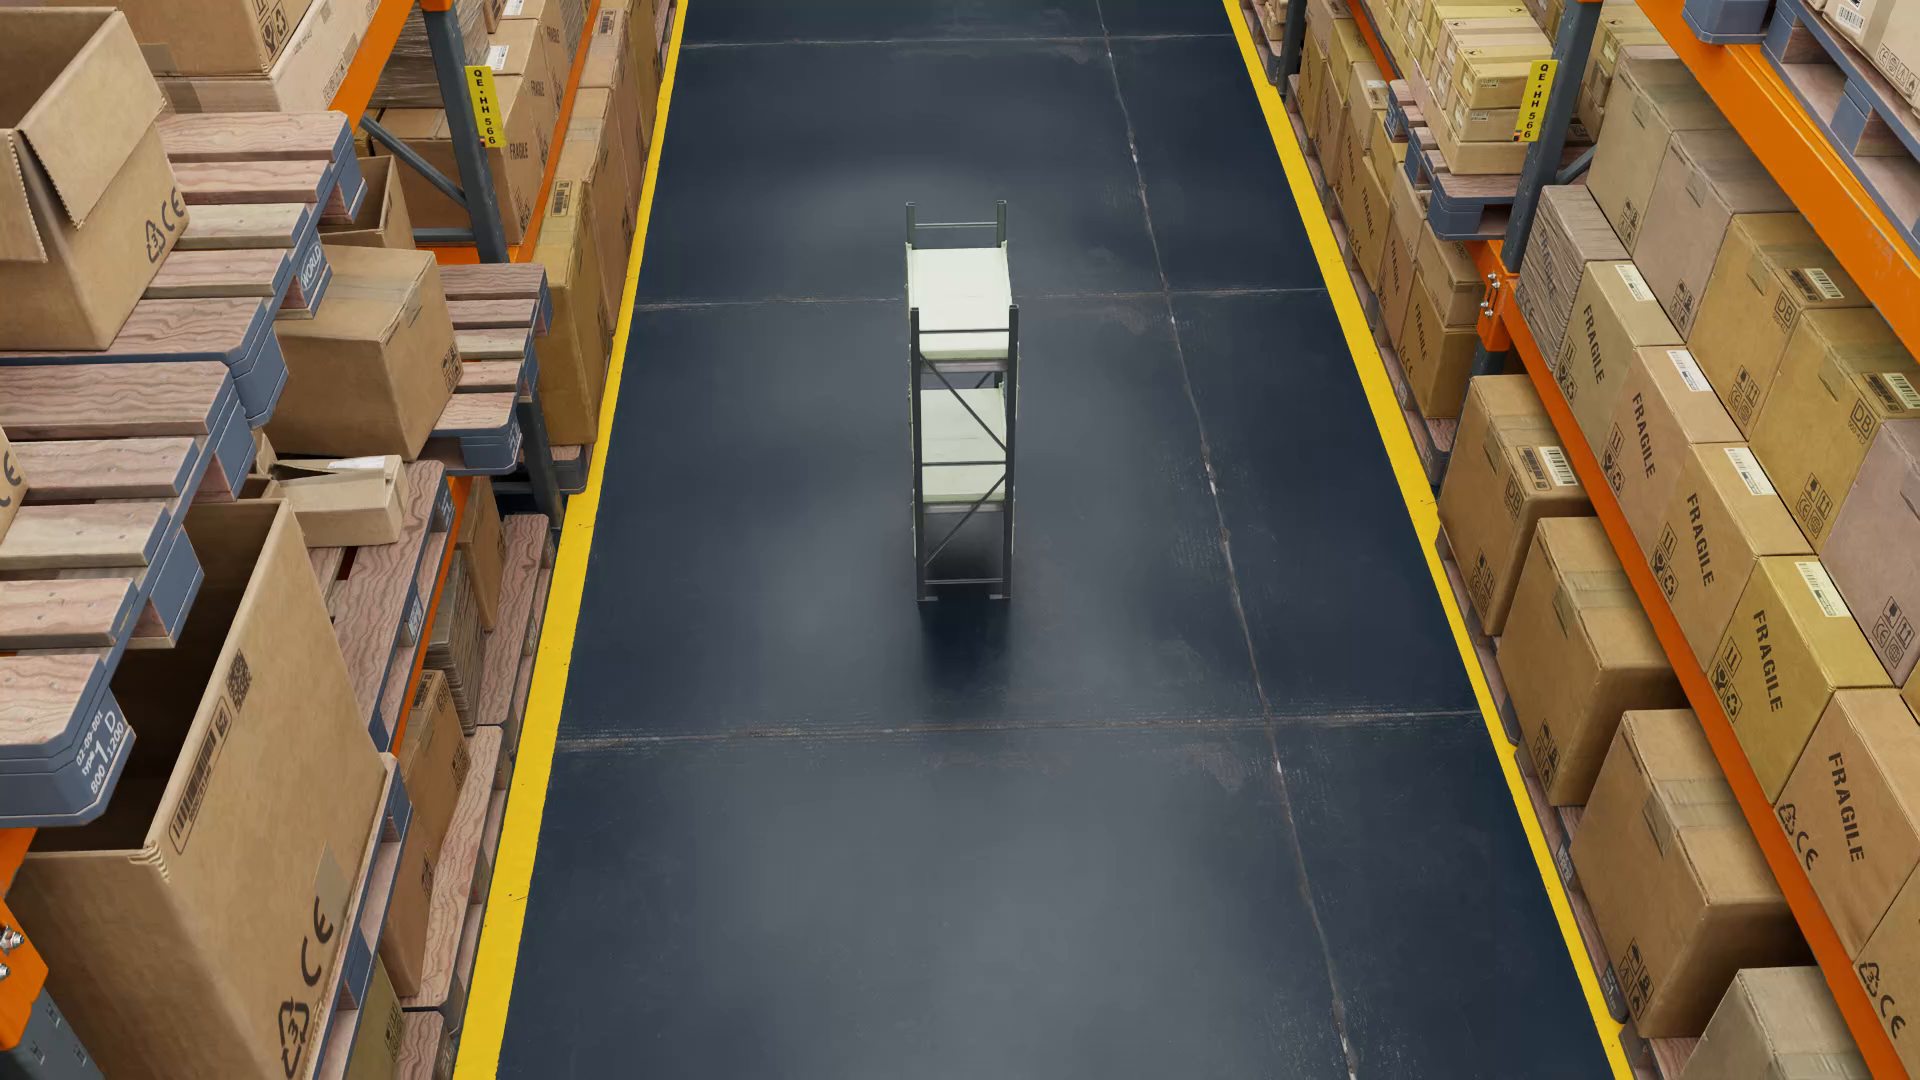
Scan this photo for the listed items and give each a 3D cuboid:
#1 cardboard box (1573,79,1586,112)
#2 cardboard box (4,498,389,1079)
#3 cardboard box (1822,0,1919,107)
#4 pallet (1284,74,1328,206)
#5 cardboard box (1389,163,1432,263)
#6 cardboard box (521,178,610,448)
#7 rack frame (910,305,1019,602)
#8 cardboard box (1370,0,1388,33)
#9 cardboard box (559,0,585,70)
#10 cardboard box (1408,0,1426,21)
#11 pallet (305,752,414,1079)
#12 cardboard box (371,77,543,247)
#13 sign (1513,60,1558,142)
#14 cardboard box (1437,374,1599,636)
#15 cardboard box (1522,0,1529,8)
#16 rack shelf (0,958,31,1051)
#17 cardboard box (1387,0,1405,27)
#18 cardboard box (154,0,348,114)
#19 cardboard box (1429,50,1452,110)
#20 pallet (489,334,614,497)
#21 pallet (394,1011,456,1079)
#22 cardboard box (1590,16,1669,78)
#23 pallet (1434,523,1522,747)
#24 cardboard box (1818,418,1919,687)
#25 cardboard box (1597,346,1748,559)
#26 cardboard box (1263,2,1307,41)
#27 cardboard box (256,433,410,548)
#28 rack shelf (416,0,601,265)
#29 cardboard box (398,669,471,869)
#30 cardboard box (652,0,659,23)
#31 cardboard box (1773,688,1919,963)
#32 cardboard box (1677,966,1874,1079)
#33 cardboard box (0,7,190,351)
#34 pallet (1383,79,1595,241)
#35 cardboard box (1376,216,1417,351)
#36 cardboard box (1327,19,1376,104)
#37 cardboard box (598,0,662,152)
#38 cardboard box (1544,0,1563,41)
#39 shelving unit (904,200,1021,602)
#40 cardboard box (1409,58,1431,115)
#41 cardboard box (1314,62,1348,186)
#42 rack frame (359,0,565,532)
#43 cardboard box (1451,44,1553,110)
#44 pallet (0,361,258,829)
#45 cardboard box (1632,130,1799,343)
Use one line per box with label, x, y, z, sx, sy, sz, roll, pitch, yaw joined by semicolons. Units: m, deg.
cardboard box;2.831;-1.980;7.215;0.380;0.149;0.250;0;43;0
cardboard box;-2.012;0.612;3.758;1.000;1.000;1.000;-1;43;-2
cardboard box;2.526;-1.331;4.093;0.500;0.311;0.500;-2;43;-3
pallet;2.536;-2.393;9.855;1.003;0.211;1.213;-2;43;-2
cardboard box;2.348;-1.551;7.856;0.500;0.250;0.500;-1;43;-1
cardboard box;-2.297;-1.010;7.544;1.225;0.875;0.875;-3;43;-4
rack frame;0.016;-0.301;6.618;0.400;1.500;0.023;-2;43;-2
cardboard box;2.142;-2.495;7.776;0.380;0.149;0.250;0;43;0
cardboard box;-2.106;-2.577;7.917;0.500;0.500;0.500;-1;43;-2
cardboard box;2.158;-2.372;7.203;0.380;0.149;0.250;0;43;-1
pallet;-2.005;1.079;4.145;1.003;0.211;1.213;-2;43;-2
cardboard box;-2.037;-1.545;6.791;0.500;0.500;0.500;0;43;-1
sign;2.130;-1.622;6.151;0.100;0.325;0.005;-2;43;-2
cardboard box;2.608;-0.158;6.707;1.050;0.750;0.750;-2;43;-2
cardboard box;2.796;-2.512;7.795;0.380;0.149;0.250;-1;43;-1
rack shelf;-2.033;2.038;1.269;1.077;0.370;4.000;-2;43;-2
cardboard box;2.151;-2.434;7.490;0.380;0.149;0.250;-2;43;-2
cardboard box;-1.970;-1.235;4.419;0.500;0.250;0.500;-1;43;-1
cardboard box;2.183;-1.919;6.928;0.380;0.149;0.250;0;43;0
pallet;-2.246;-0.679;7.984;1.003;0.211;1.213;-2;43;-2
pallet;-2.153;2.030;5.028;1.003;0.211;1.213;-2;43;-2
cardboard box;2.832;-2.027;6.826;0.380;0.149;0.250;-3;43;-3
pallet;2.630;0.316;6.899;1.003;0.211;1.213;-2;43;-2
cardboard box;2.770;0.025;4.338;0.700;0.500;0.500;-1;43;-1
cardboard box;2.466;-0.289;5.421;0.500;0.500;0.500;-2;43;-2
cardboard box;2.145;-3.306;10.585;0.380;0.149;0.250;-1;43;-1
cardboard box;-1.948;-0.160;5.143;0.396;0.266;0.258;-3;43;-3
rack shelf;-2.373;-2.257;8.175;1.077;0.370;4.000;-2;43;-2
cardboard box;-2.172;0.795;5.836;0.700;0.500;0.500;2;43;2
cardboard box;-2.406;-3.692;10.469;0.875;0.875;0.875;-2;43;-2
cardboard box;2.531;0.731;4.308;0.500;0.500;0.500;-2;43;-2
cardboard box;2.725;1.712;4.666;1.050;0.750;0.750;-2;43;-2
cardboard box;-2.080;-0.727;3.366;0.797;0.503;0.637;0;43;0
pallet;2.535;-1.654;7.126;1.213;0.211;1.003;-2;43;-2
cardboard box;2.364;-1.267;8.101;0.500;0.500;0.500;0;43;0
cardboard box;2.294;-2.591;8.990;0.500;0.250;0.500;-1;43;-1
cardboard box;-2.411;-2.813;9.510;1.225;0.875;0.875;-2;43;-2
cardboard box;2.812;-2.284;7.326;0.380;0.149;0.250;-1;43;-2
shelving unit;0.000;-0.548;6.888;0.431;1.500;0.755;-2;43;-2
cardboard box;2.171;-1.970;7.204;0.380;0.149;0.250;-1;43;-1
cardboard box;2.292;-2.317;9.246;0.500;0.500;0.500;0;43;0
rack frame;-2.288;-1.172;6.459;1.000;3.000;0.127;-2;43;-2
cardboard box;2.193;-1.846;6.628;0.380;0.149;0.250;-3;43;-3
pallet;-2.038;0.072;3.021;1.213;0.211;1.003;-2;43;-2
cardboard box;2.704;-1.007;5.465;0.700;0.500;0.500;-2;43;-2
